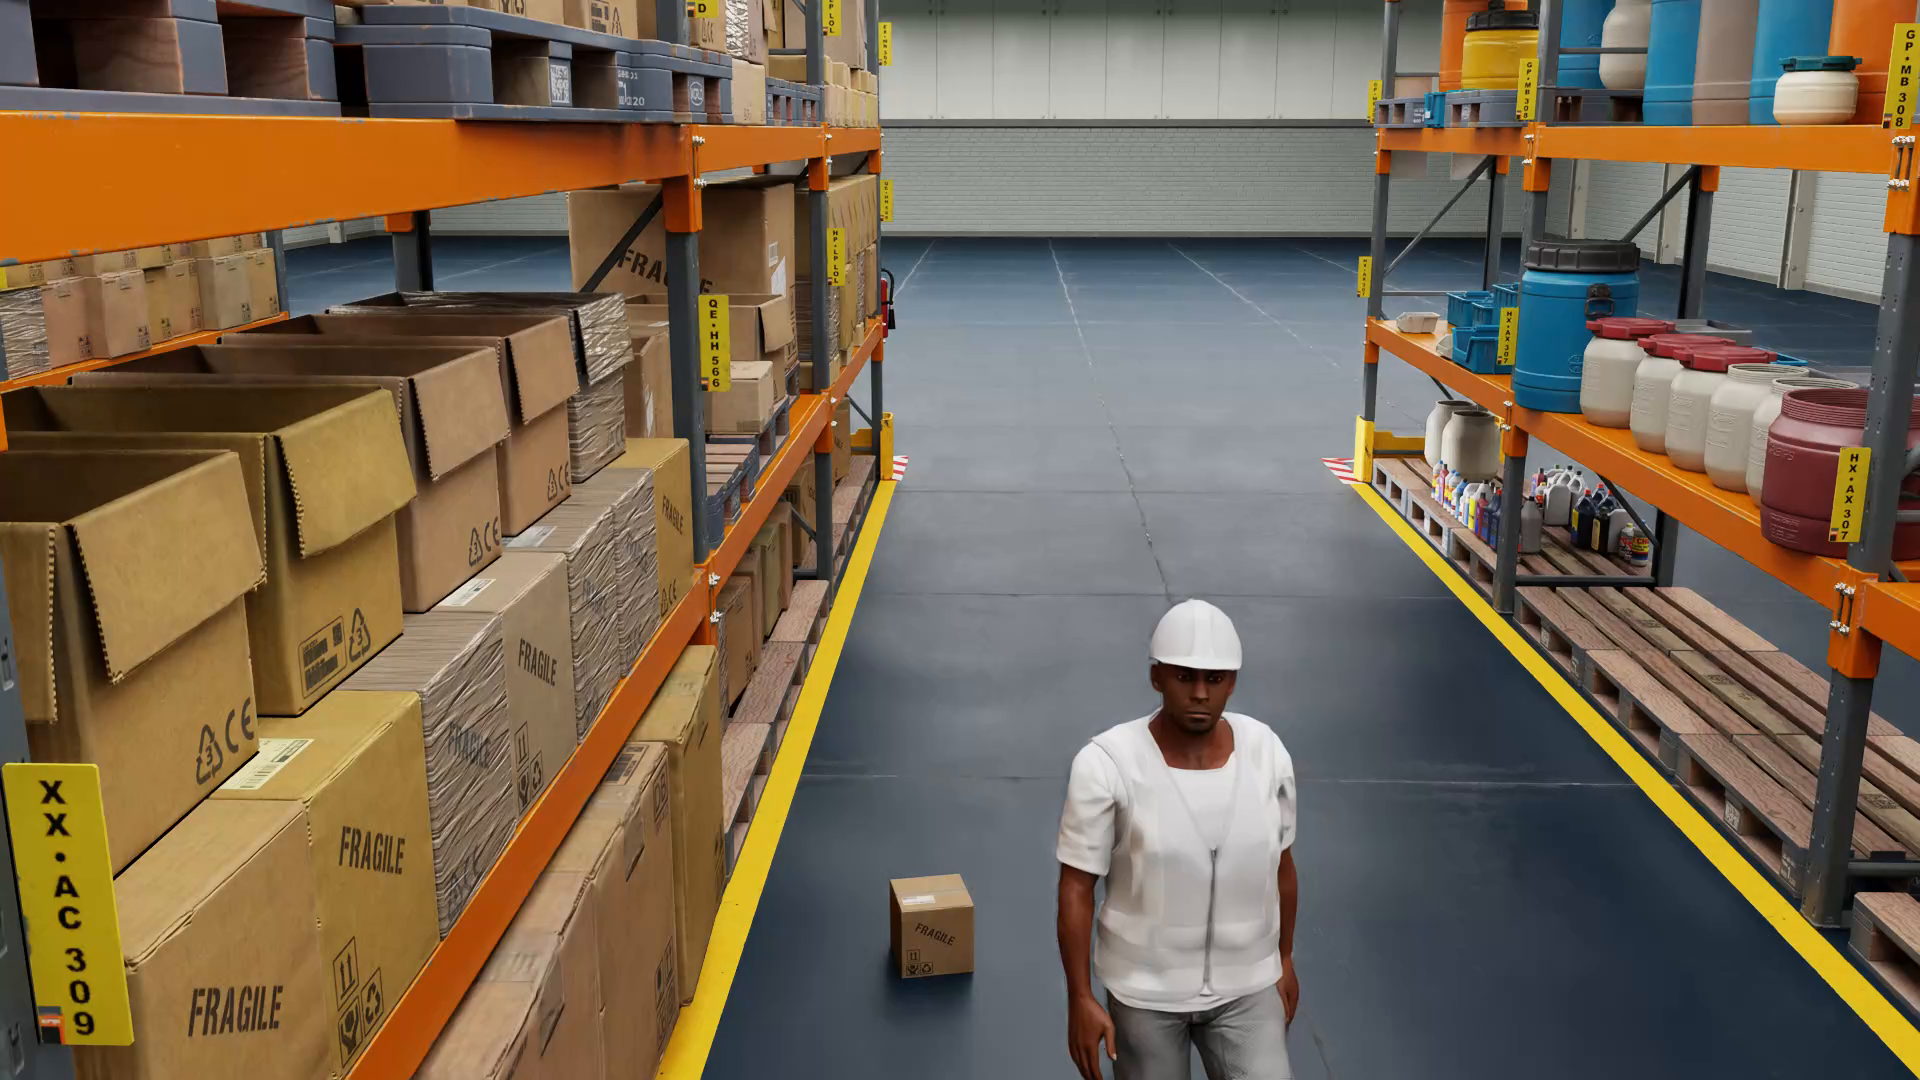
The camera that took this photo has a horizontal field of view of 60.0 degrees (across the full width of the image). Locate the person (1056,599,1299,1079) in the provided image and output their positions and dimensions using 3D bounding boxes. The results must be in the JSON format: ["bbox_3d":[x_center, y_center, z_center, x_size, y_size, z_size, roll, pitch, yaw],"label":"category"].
[{"bbox_3d":[0.521,1.038,3.753,0.611,1.818,0.515,-2,14,-9],"label":"person"}]
